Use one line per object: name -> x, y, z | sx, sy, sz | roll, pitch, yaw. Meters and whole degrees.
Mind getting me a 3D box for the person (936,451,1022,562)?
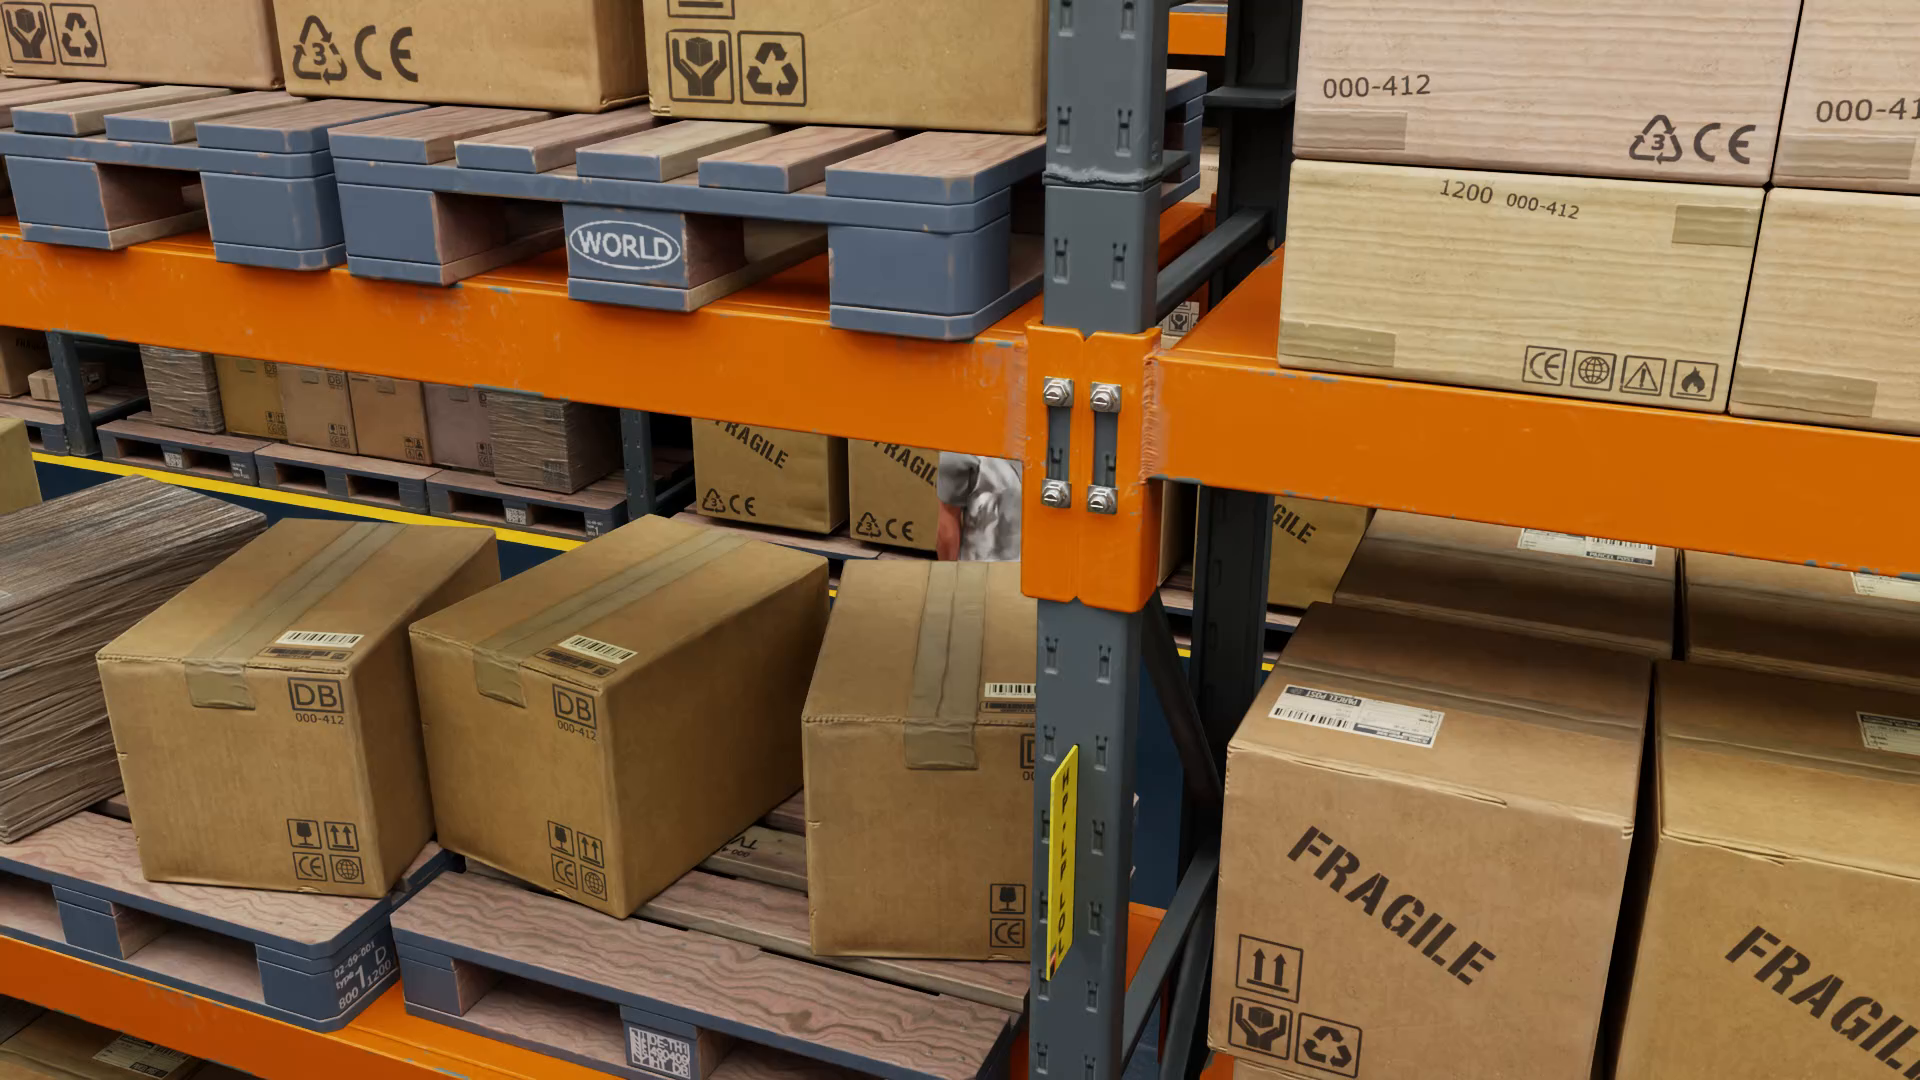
person -> 0.162, 0.120, 6.234 | 0.575, 1.796, 0.606 | -11, 25, -25
